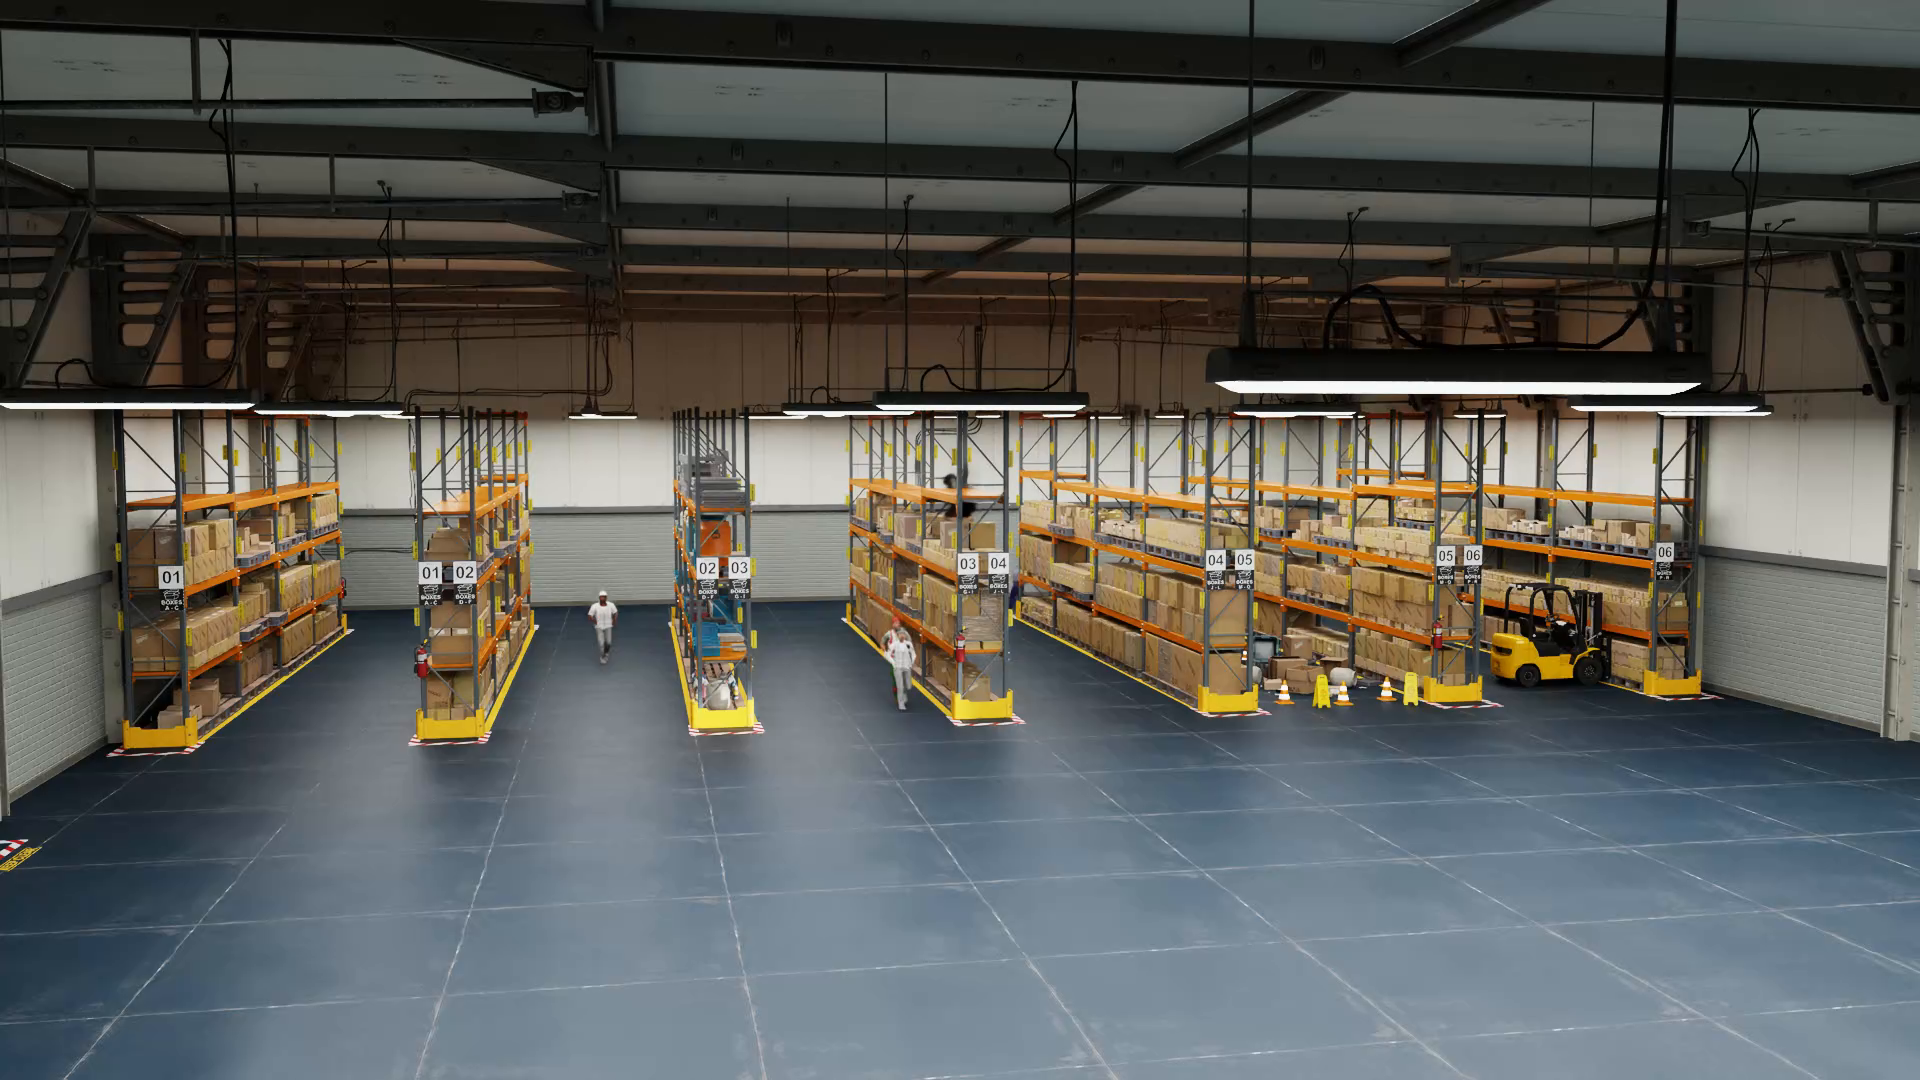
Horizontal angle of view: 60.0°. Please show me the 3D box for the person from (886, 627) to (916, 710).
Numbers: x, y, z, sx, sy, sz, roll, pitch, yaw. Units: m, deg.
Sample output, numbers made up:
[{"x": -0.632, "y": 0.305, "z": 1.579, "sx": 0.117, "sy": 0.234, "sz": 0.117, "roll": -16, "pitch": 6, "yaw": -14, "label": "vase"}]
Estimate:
[{"x": -1.178, "y": 2.542, "z": 33.121, "sx": 0.591, "sy": 1.647, "sz": 0.580, "roll": -1, "pitch": 4, "yaw": -12, "label": "person"}]

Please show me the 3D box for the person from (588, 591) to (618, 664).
[{"x": -8.397, "y": 2.072, "z": 39.239, "sx": 0.713, "sy": 1.726, "sz": 0.565, "roll": -2, "pitch": 4, "yaw": -20, "label": "person"}]

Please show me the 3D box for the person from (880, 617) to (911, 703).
[{"x": -1.295, "y": 2.435, "z": 34.012, "sx": 0.659, "sy": 1.743, "sz": 0.709, "roll": -1, "pitch": 4, "yaw": -14, "label": "person"}]

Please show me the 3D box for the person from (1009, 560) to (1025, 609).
[{"x": 1.706, "y": 1.364, "z": 49.930, "sx": 0.893, "sy": 1.597, "sz": 0.676, "roll": 0, "pitch": 4, "yaw": -1, "label": "person"}]
